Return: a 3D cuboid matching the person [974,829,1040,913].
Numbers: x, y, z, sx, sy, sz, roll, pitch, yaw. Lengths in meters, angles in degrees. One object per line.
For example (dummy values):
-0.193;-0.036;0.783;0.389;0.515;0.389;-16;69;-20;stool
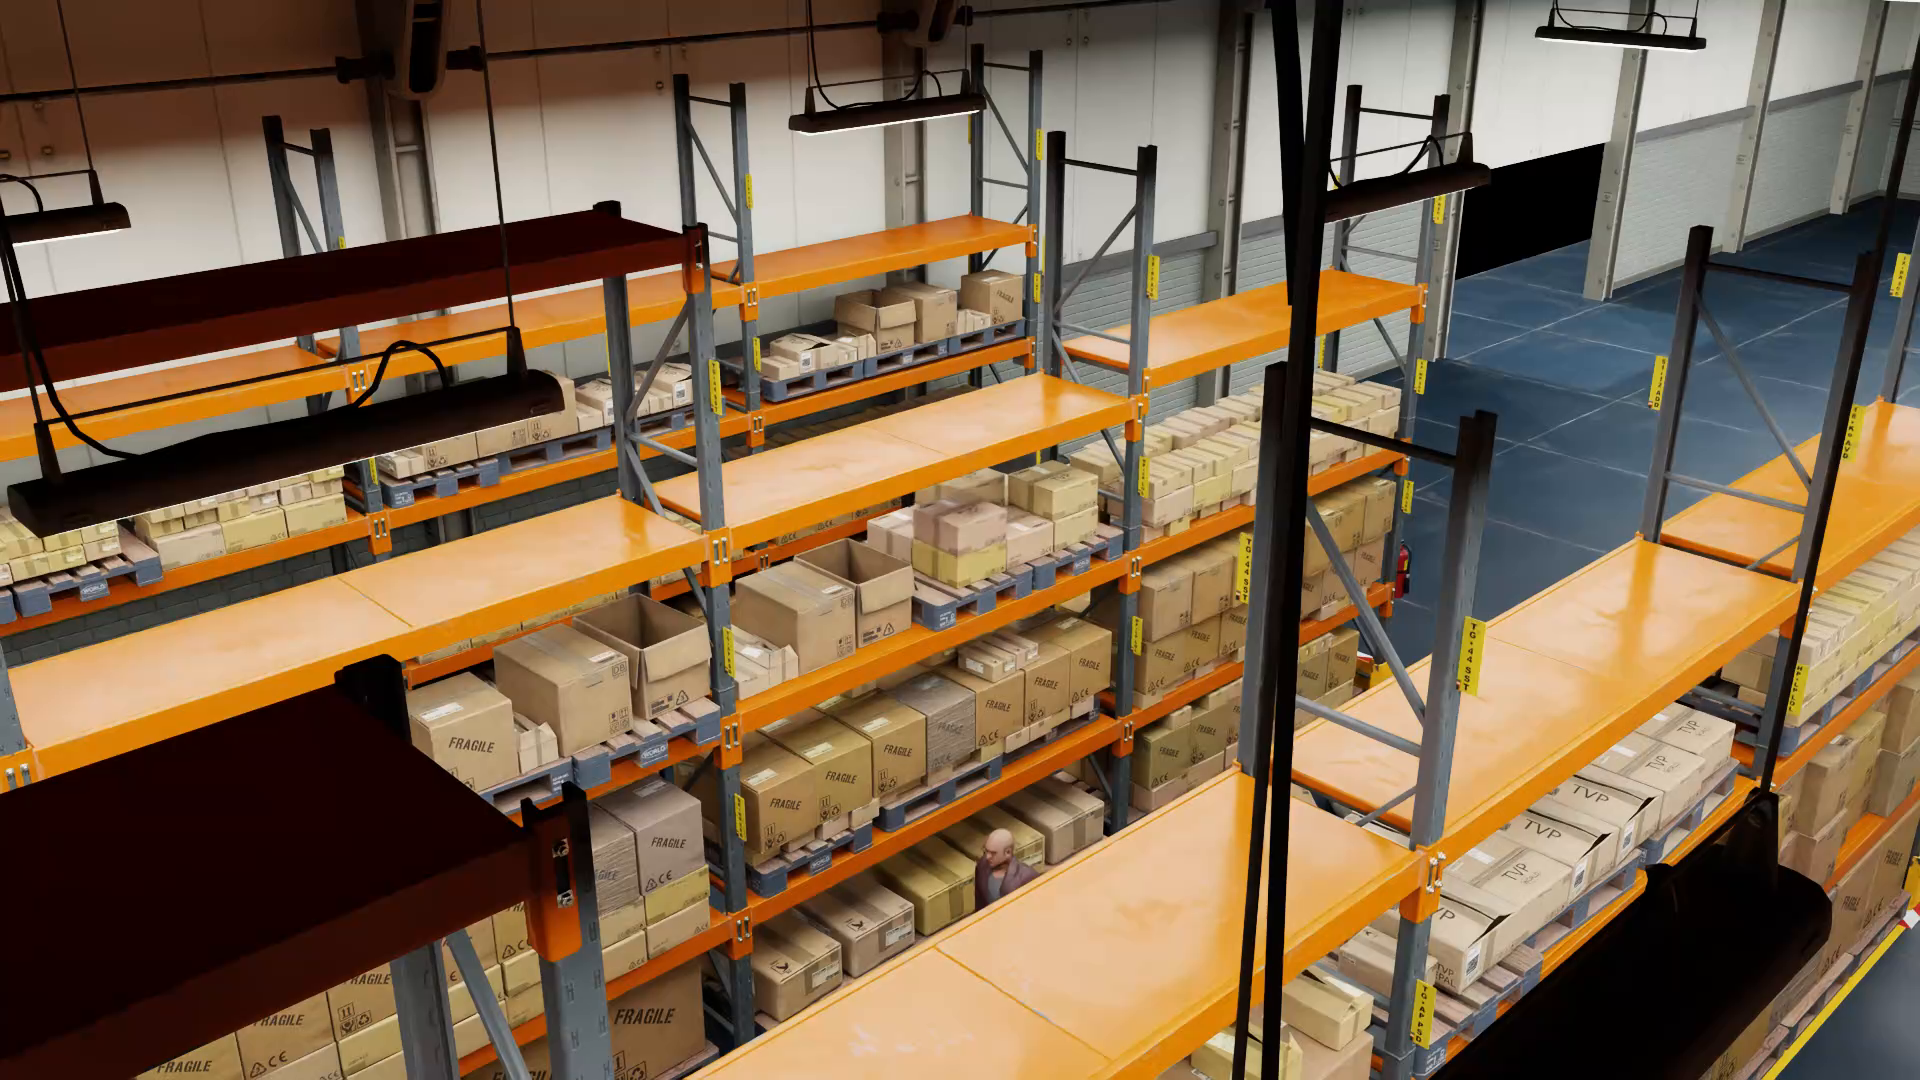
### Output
0.363;2.807;11.710;0.625;1.776;0.536;18;29;37;person
